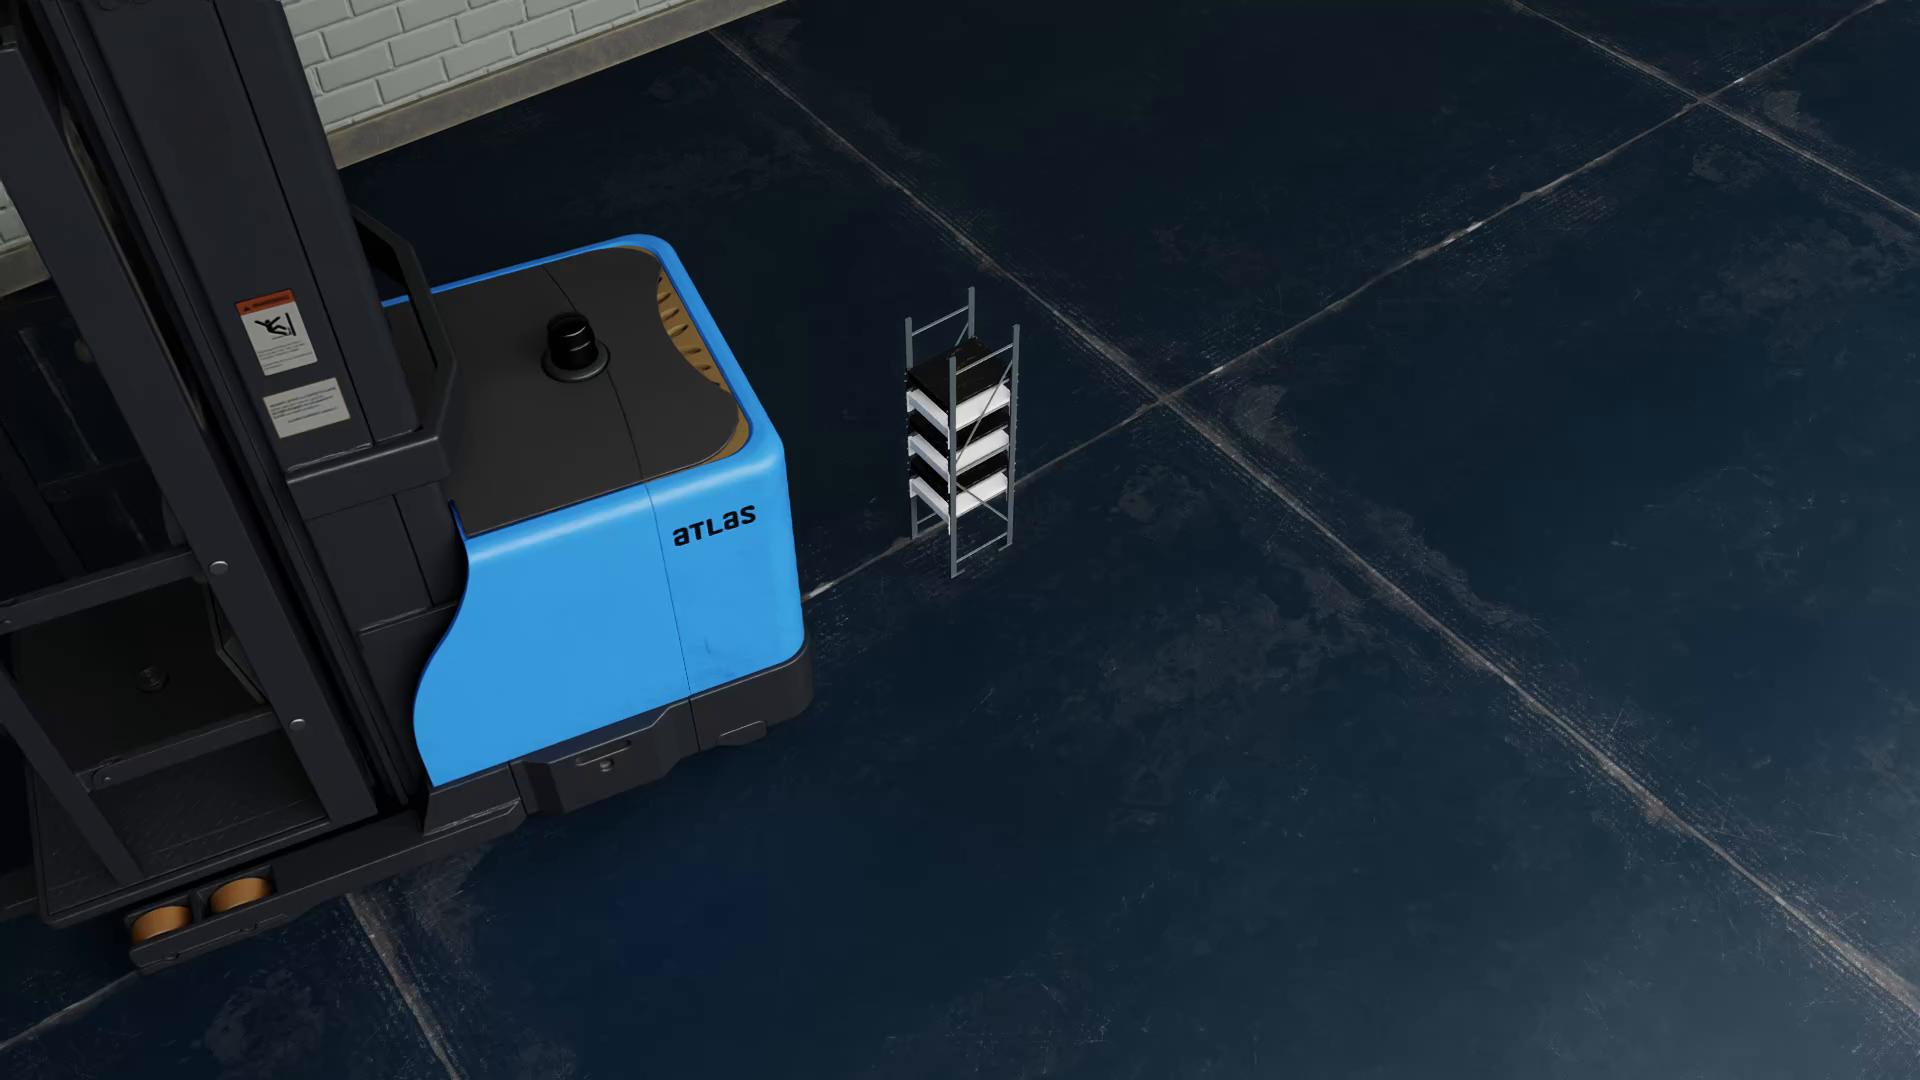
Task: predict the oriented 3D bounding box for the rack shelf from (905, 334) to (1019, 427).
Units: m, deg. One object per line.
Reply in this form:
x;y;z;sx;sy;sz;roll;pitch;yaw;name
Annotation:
0.005;-0.456;4.737;0.258;0.077;0.200;-29;54;-24;rack shelf

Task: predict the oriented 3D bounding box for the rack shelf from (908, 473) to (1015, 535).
0.005;-0.154;5.070;0.258;0.077;0.200;-29;54;-24;rack shelf

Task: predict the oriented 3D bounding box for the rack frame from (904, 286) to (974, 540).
-0.057;-0.357;4.967;0.240;0.900;0.006;-29;54;-24;rack frame

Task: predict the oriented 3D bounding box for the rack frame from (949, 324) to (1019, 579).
0.066;-0.237;4.858;0.240;0.900;0.006;-29;54;-24;rack frame

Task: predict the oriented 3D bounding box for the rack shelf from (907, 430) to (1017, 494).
0.005;-0.275;4.937;0.258;0.077;0.200;-29;54;-24;rack shelf

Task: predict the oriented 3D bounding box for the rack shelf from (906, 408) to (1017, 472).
0.005;-0.336;4.870;0.258;0.077;0.200;-29;54;-24;rack shelf

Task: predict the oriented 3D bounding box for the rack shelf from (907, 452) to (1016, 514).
0.005;-0.215;5.004;0.258;0.077;0.200;-29;54;-24;rack shelf

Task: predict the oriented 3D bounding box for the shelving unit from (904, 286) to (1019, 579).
0.005;-0.297;4.912;0.258;0.900;0.210;-29;54;-24;shelving unit

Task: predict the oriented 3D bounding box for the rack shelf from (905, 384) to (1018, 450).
0.005;-0.396;4.804;0.258;0.077;0.200;-29;54;-24;rack shelf

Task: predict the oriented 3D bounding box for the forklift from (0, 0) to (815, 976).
-1.974;-0.343;3.583;3.031;2.935;1.130;-19;51;-17;forklift
